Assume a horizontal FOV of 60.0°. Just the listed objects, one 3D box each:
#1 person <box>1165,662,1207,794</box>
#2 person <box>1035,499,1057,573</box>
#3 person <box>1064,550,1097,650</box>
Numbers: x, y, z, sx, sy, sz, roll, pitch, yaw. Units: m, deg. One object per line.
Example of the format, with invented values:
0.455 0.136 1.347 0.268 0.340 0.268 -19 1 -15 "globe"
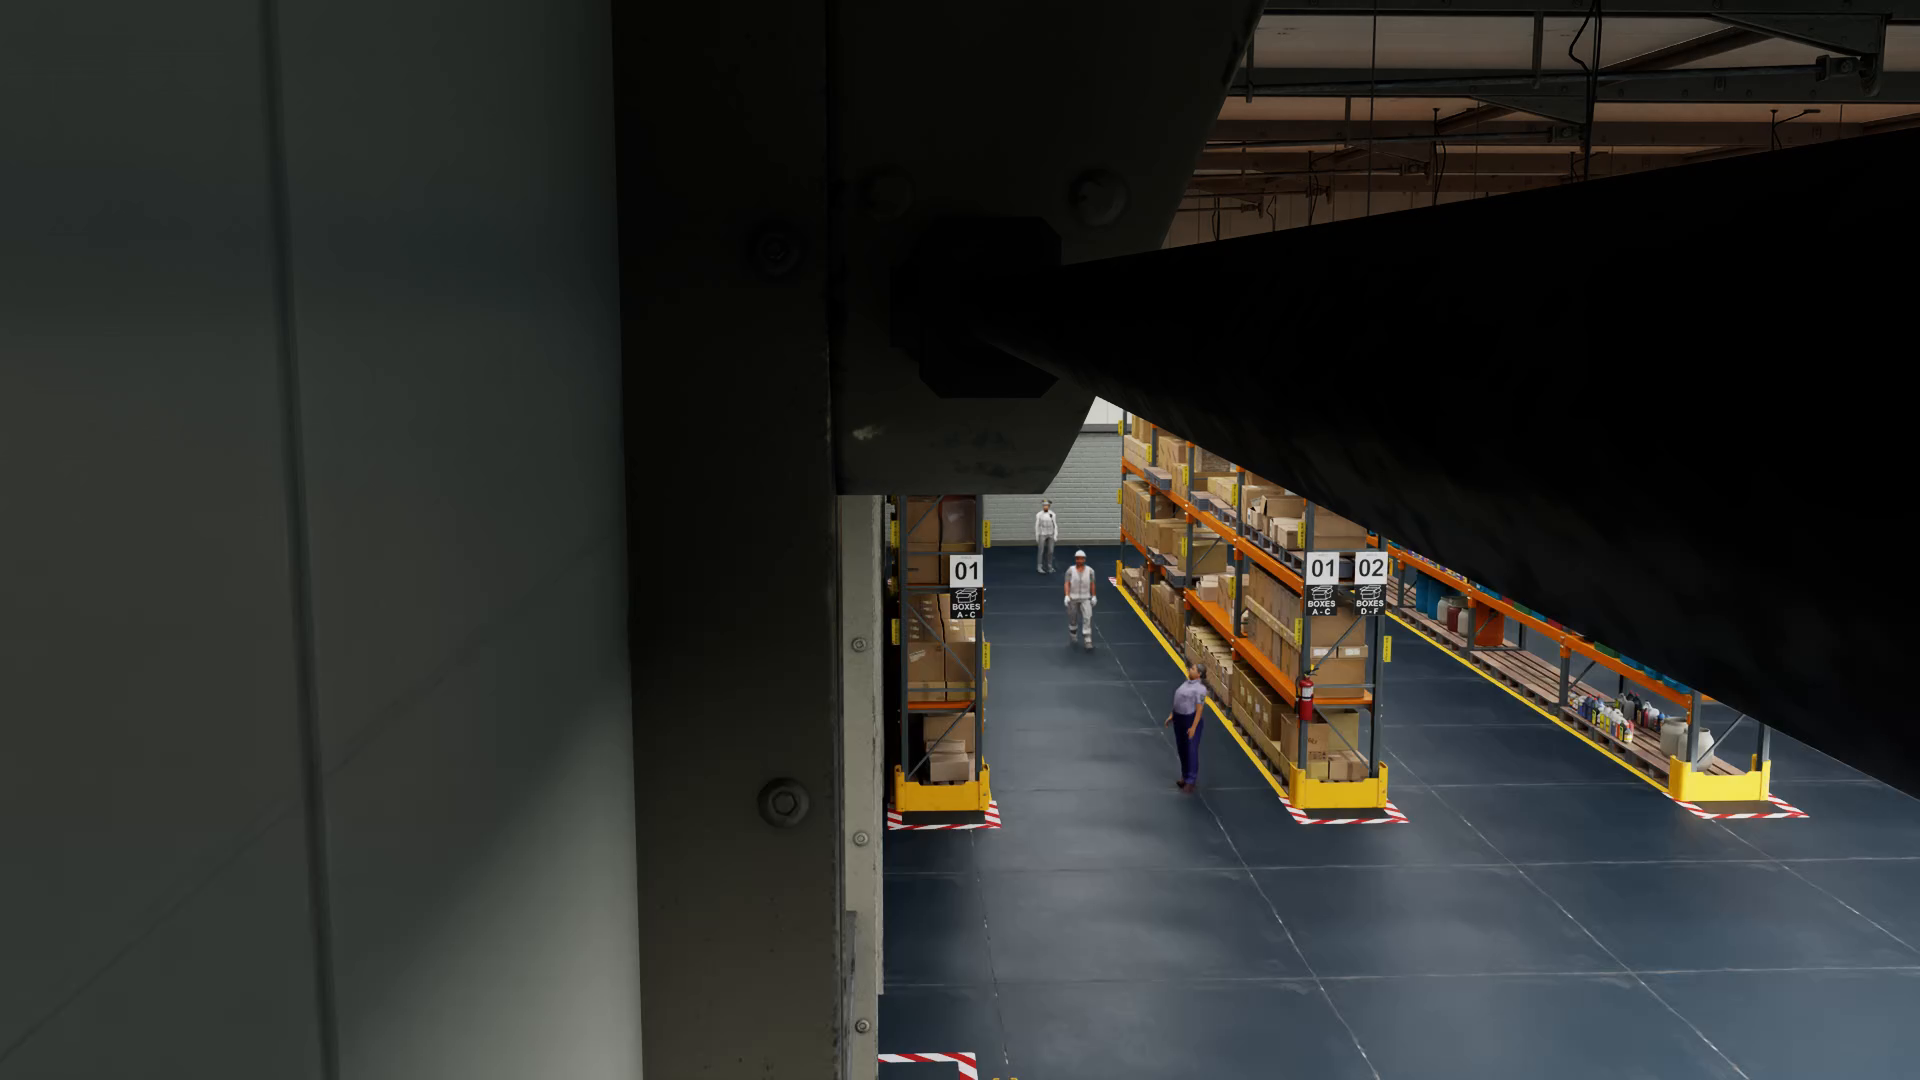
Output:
2.904 2.407 21.417 0.536 1.646 0.525 -8 11 -43 "person"
1.982 -0.065 37.968 0.492 1.759 0.364 -3 9 -21 "person"
2.177 1.052 29.849 0.624 1.718 1.061 -1 8 -3 "person"
